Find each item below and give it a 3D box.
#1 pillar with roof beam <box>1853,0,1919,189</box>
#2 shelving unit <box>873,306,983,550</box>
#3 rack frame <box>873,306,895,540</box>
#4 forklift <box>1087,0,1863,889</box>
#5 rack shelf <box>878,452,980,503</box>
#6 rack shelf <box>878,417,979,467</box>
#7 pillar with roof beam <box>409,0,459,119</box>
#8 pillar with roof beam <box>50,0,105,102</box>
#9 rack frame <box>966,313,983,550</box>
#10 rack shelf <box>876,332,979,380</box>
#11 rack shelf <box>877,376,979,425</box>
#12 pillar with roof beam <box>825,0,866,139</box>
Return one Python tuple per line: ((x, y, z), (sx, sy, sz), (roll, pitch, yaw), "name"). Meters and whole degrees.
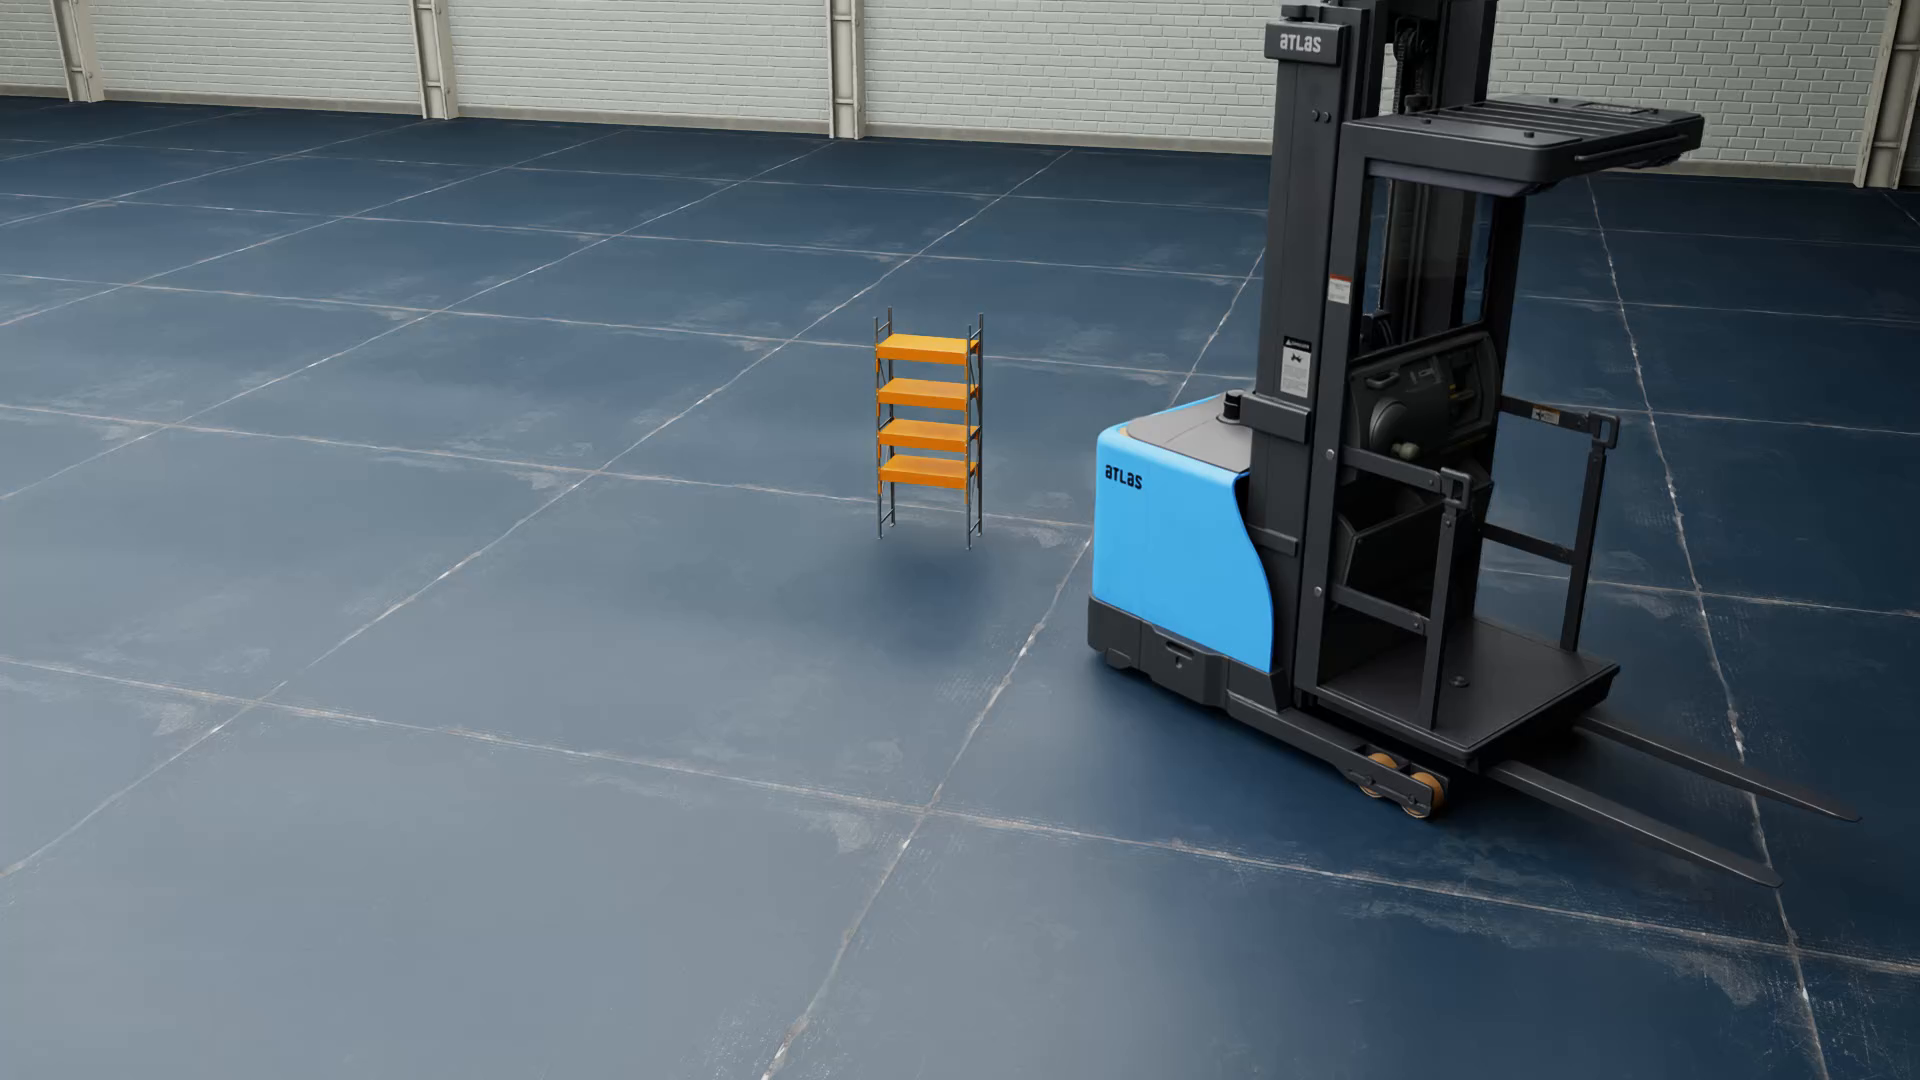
((8.799, -6.488, 12.729), (0.400, 9.000, 9.100), (7, 23, 16), "pillar with roof beam")
((-0.158, -0.573, 8.587), (0.503, 1.200, 0.258), (7, 23, 16), "shelving unit")
((-0.392, -0.600, 8.652), (0.015, 1.200, 0.240), (7, 23, 16), "rack frame")
((1.919, -0.532, 6.205), (1.130, 2.935, 3.031), (-18, 29, -38), "forklift")
((-0.158, -0.327, 8.687), (0.480, 0.148, 0.258), (7, 23, 16), "rack shelf")
((-0.158, -0.511, 8.612), (0.480, 0.148, 0.258), (7, 23, 16), "rack shelf")
((-8.433, -8.461, 17.539), (0.400, 9.000, 9.100), (7, 23, 16), "pillar with roof beam")
((-14.177, -9.119, 19.143), (0.400, 9.000, 9.100), (7, 23, 16), "pillar with roof beam")
((0.075, -0.547, 8.521), (0.015, 1.200, 0.240), (7, 23, 16), "rack frame")
((-0.158, -0.937, 8.437), (0.480, 0.148, 0.258), (7, 23, 16), "rack shelf")
((-0.158, -0.718, 8.527), (0.480, 0.148, 0.258), (7, 23, 16), "rack shelf")
((-2.689, -7.803, 15.936), (0.400, 9.000, 9.100), (7, 23, 16), "pillar with roof beam")
